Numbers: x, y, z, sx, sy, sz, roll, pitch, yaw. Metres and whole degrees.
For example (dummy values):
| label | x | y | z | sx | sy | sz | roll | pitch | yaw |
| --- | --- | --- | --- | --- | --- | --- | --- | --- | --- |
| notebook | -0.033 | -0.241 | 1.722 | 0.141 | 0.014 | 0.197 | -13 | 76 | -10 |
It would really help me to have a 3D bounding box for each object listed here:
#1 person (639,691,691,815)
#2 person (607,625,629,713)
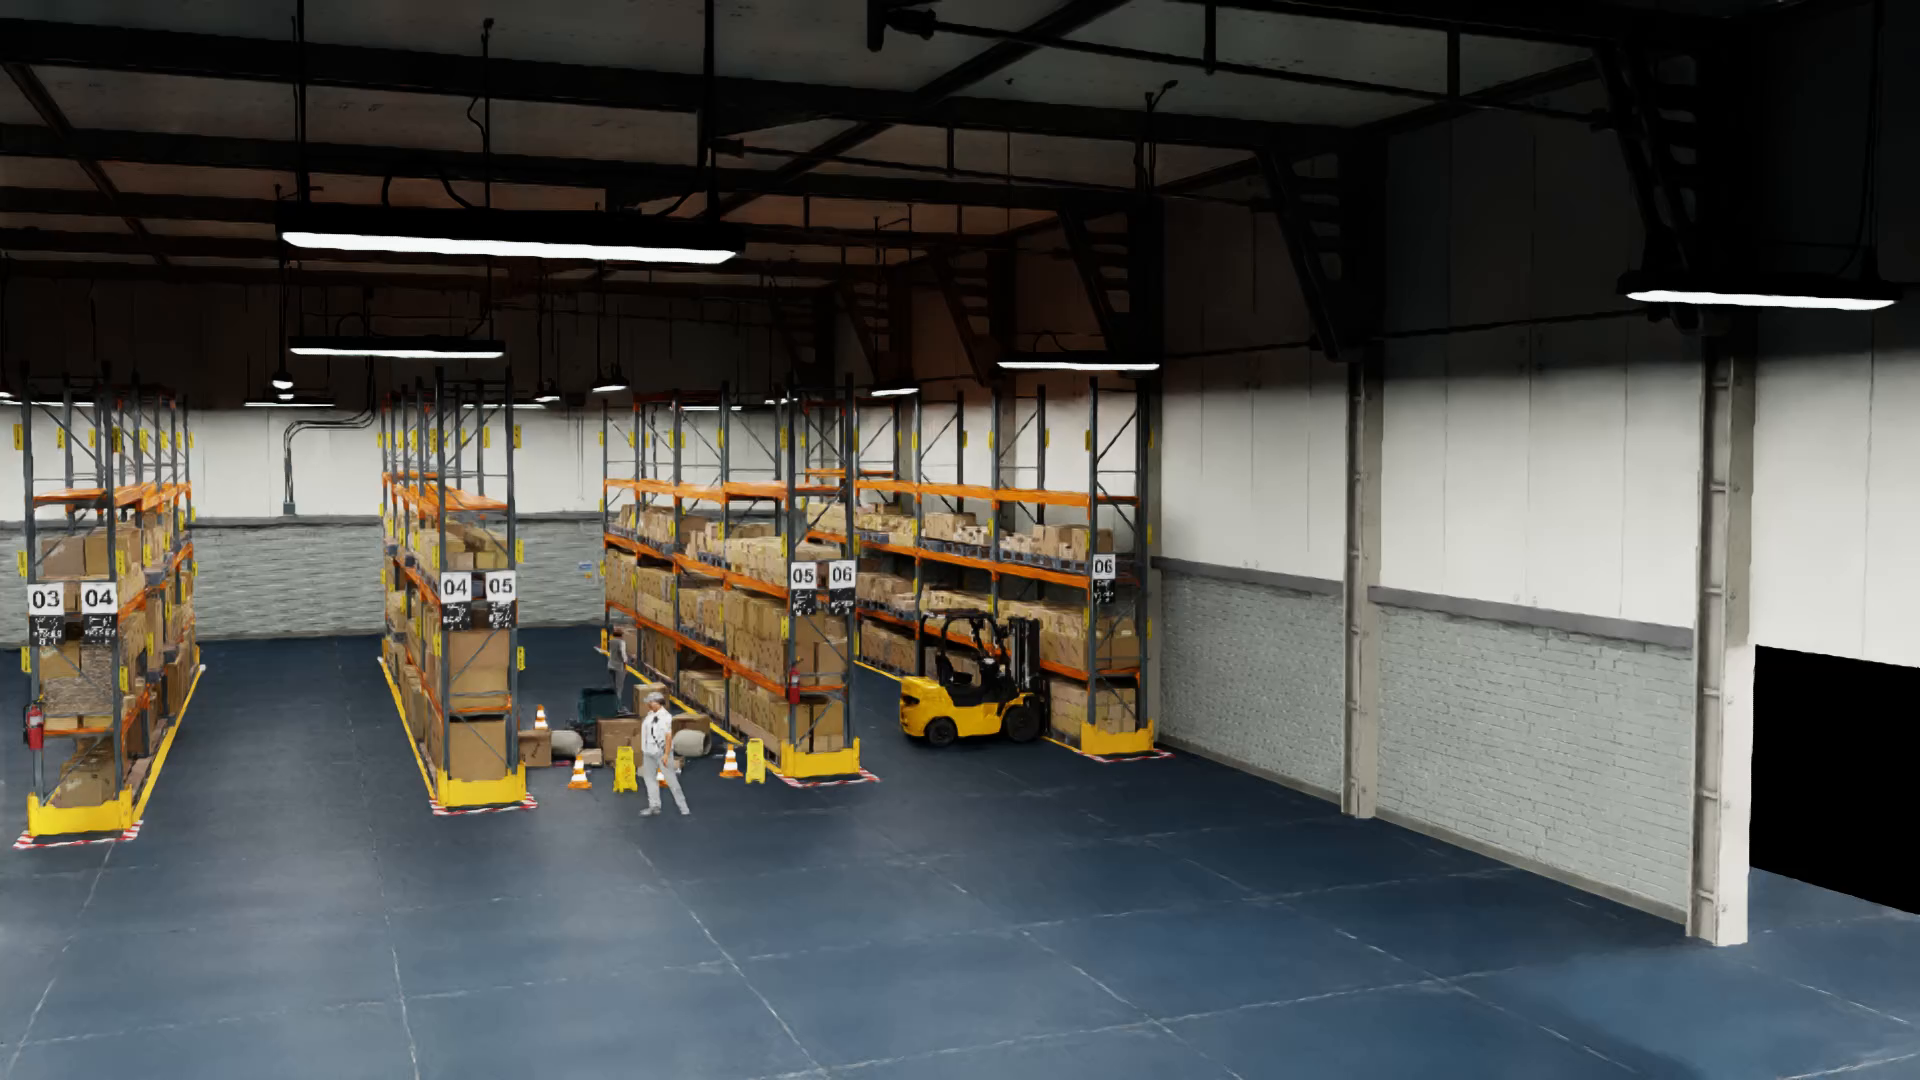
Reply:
| label | x | y | z | sx | sy | sz | roll | pitch | yaw |
| --- | --- | --- | --- | --- | --- | --- | --- | --- | --- |
| person | -3.950 | 2.844 | 22.224 | 0.689 | 1.655 | 0.521 | 3 | 4 | 39 |
| person | -6.256 | 2.358 | 30.485 | 0.468 | 1.600 | 0.406 | 3 | 4 | 38 |
